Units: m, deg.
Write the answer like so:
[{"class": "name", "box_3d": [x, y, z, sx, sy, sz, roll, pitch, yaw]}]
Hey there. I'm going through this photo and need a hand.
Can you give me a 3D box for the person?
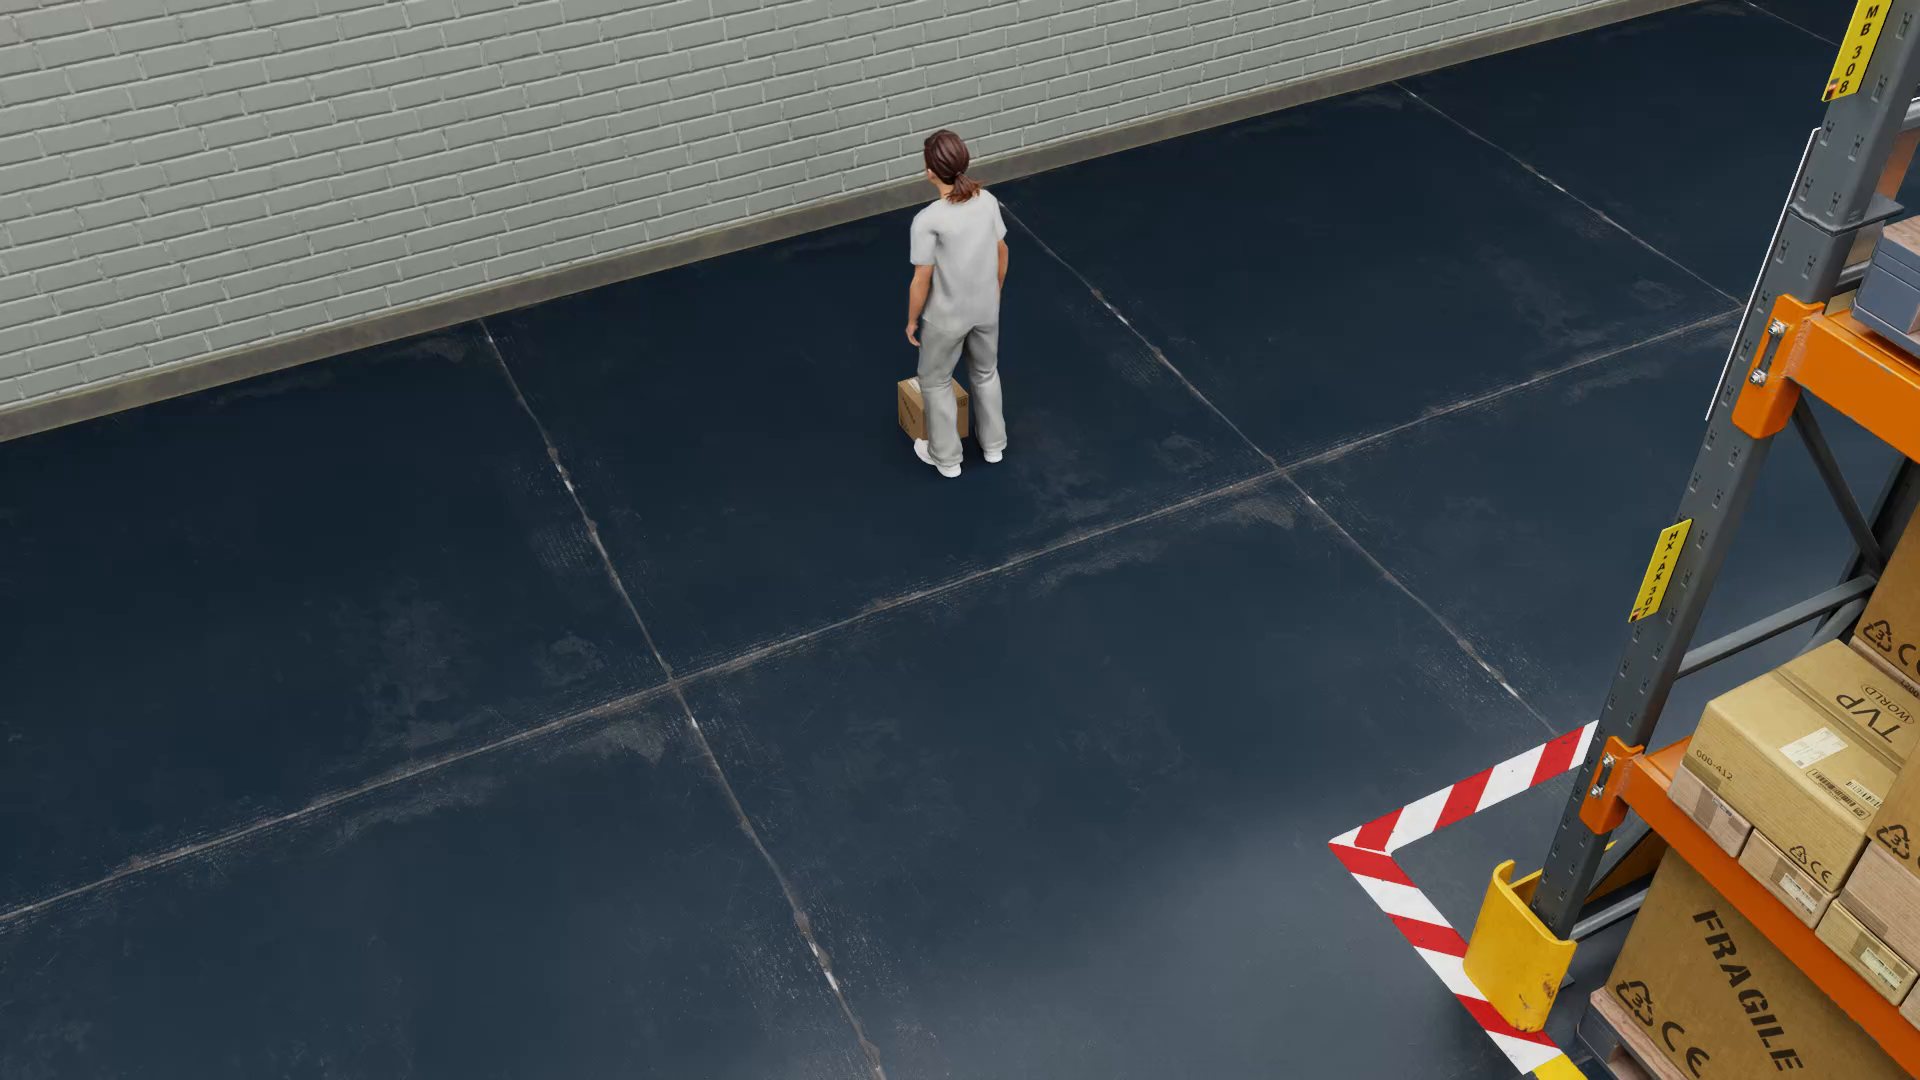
[{"class": "person", "box_3d": [-0.010, -1.013, 7.309, 0.514, 1.671, 0.364, -22, 46, -23]}]
